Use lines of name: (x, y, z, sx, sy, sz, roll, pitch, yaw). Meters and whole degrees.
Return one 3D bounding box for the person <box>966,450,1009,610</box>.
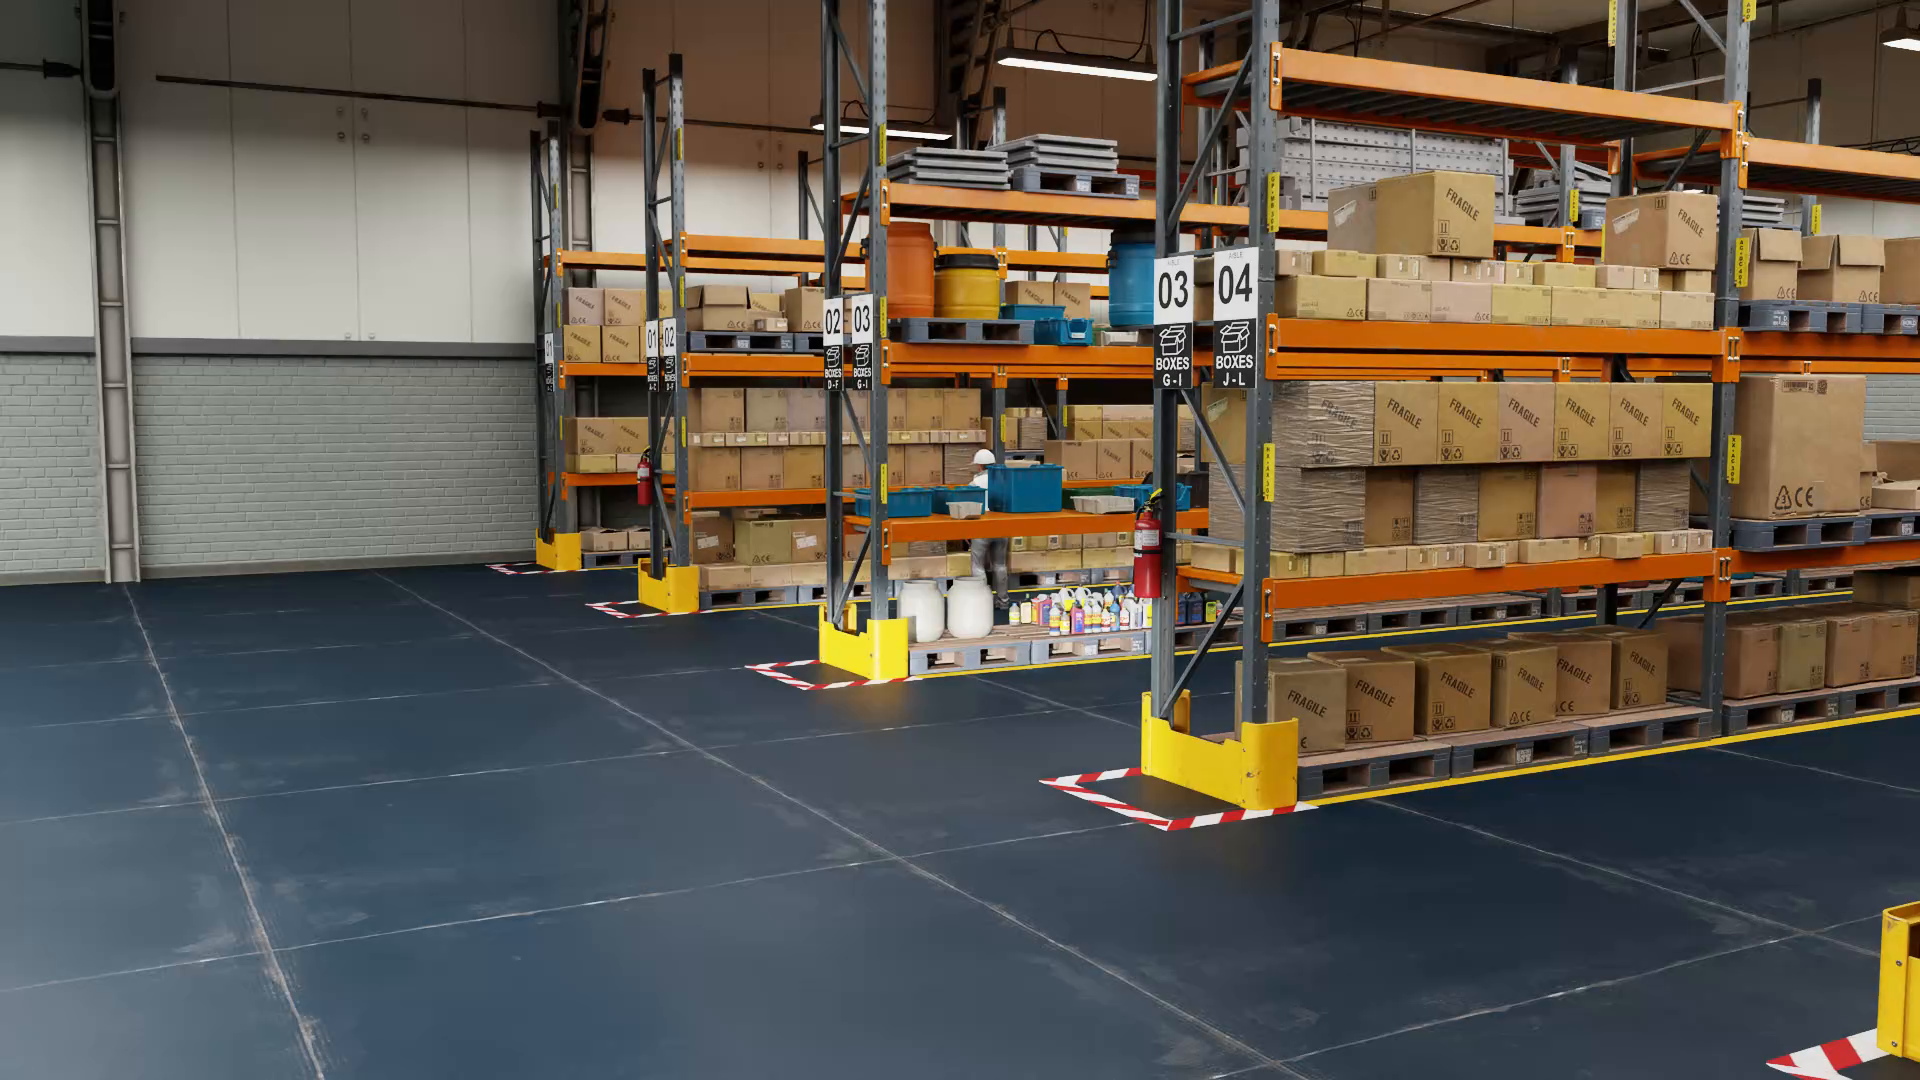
person: (0.315, -0.108, 18.340, 0.580, 1.768, 0.462, -3, 6, -28)
